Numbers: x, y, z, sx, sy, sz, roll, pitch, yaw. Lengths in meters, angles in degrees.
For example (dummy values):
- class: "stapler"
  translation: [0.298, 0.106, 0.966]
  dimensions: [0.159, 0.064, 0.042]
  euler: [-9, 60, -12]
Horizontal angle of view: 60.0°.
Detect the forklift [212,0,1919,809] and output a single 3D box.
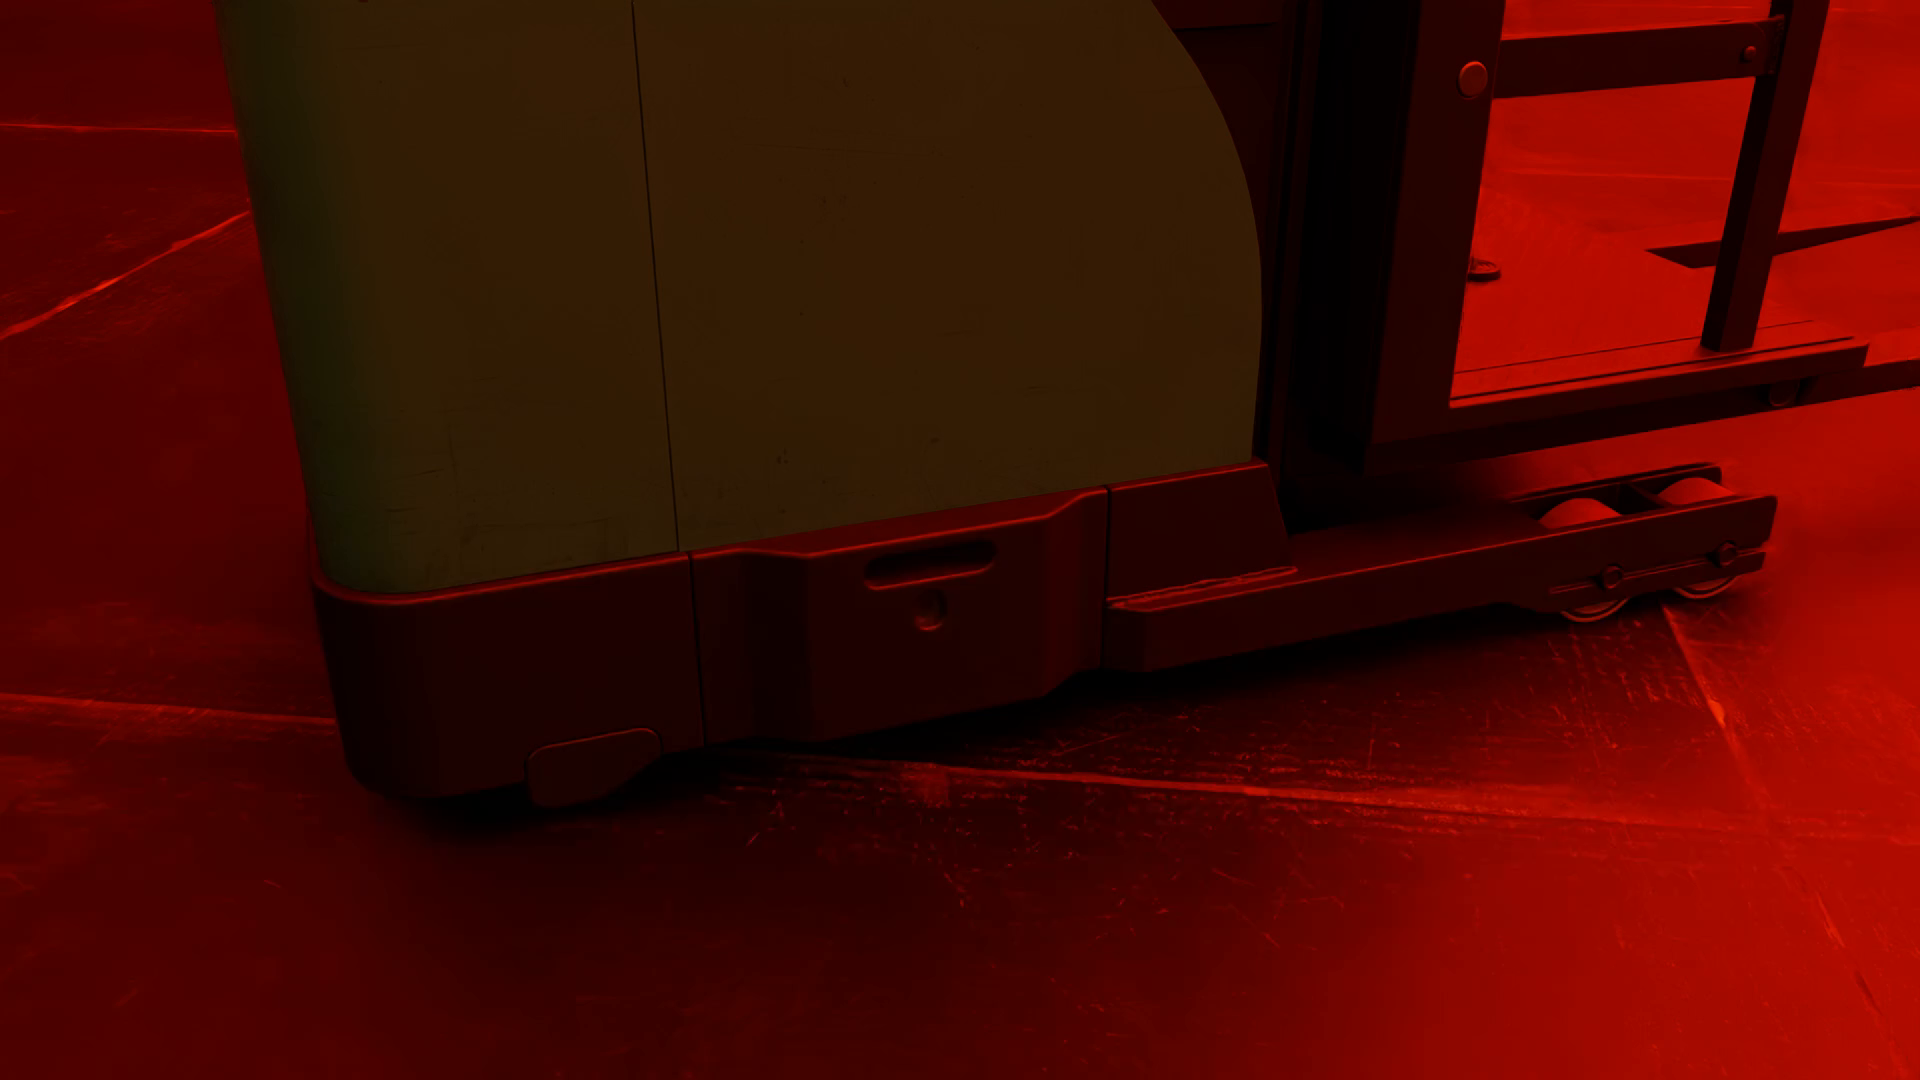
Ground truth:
- class: "forklift"
  translation: [0.596, -1.410, 2.043]
  dimensions: [3.031, 2.935, 1.130]
  euler: [-9, 28, -18]
